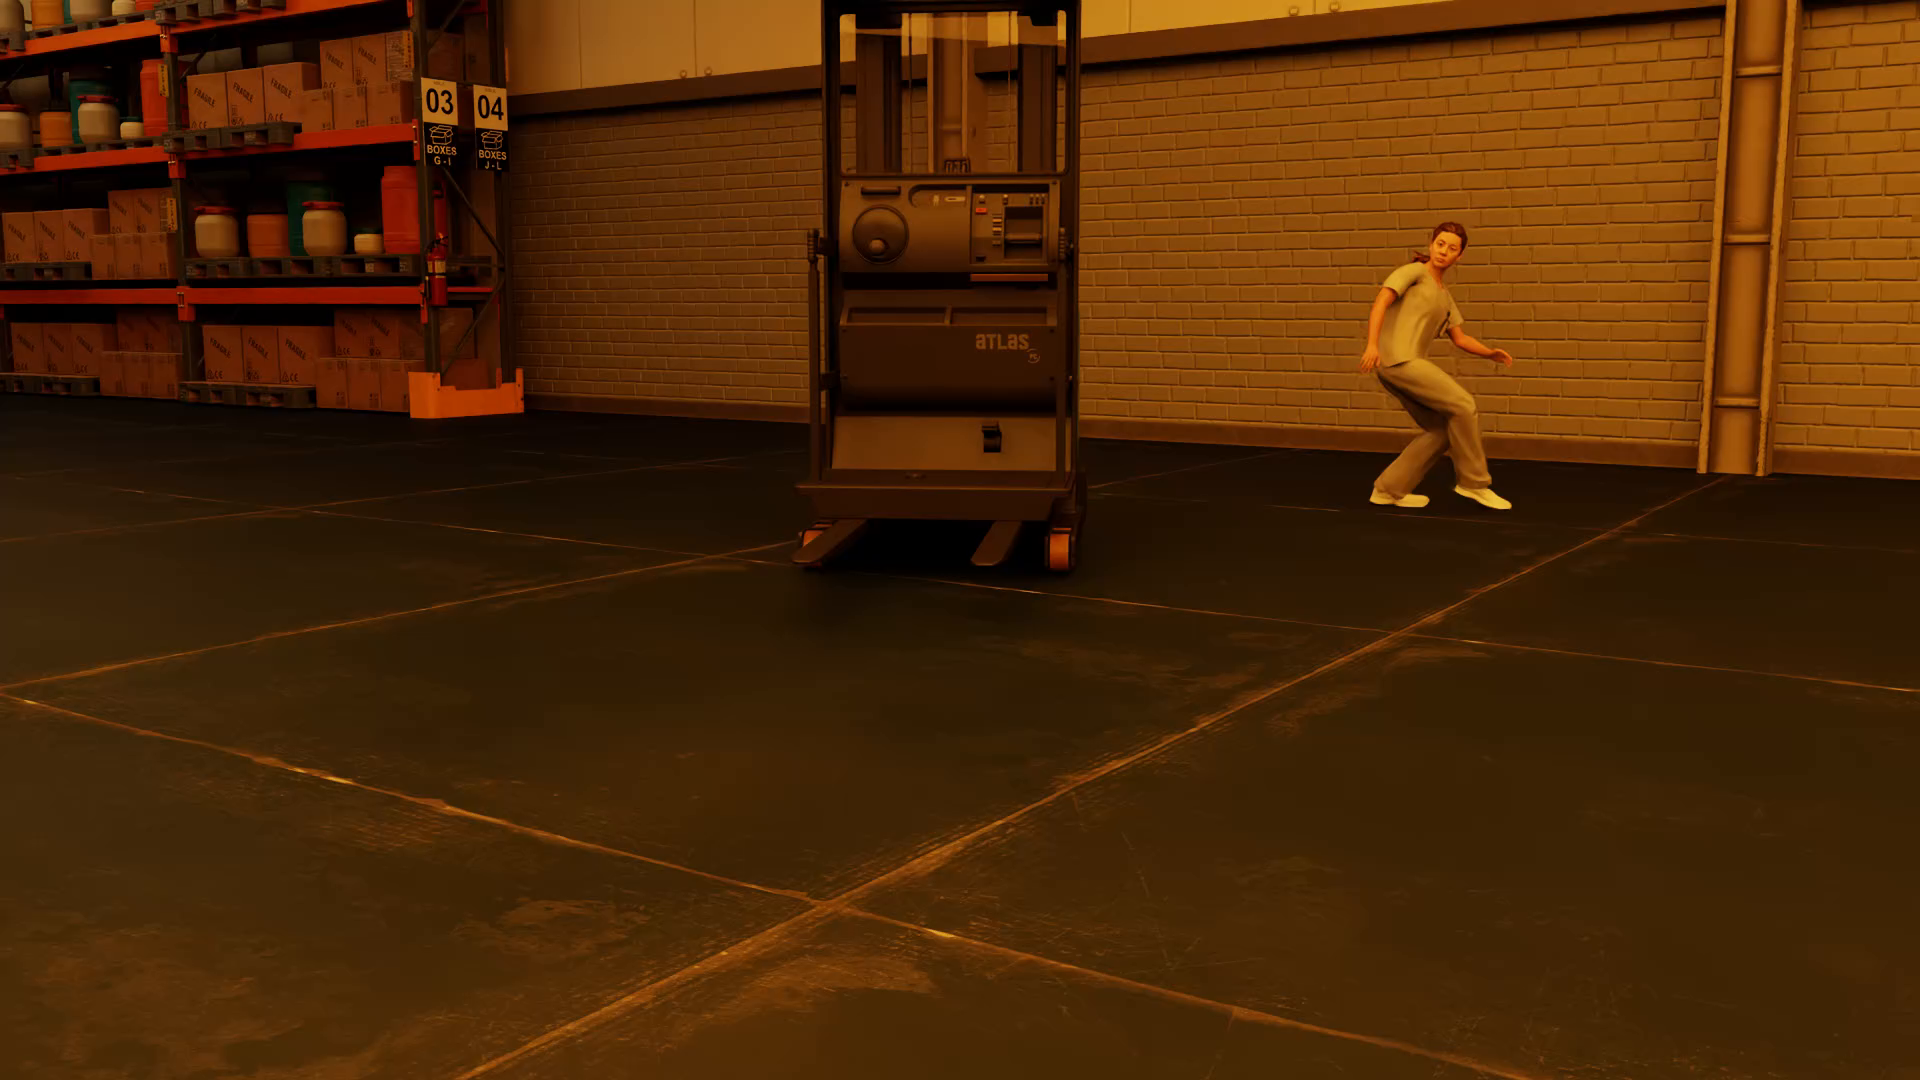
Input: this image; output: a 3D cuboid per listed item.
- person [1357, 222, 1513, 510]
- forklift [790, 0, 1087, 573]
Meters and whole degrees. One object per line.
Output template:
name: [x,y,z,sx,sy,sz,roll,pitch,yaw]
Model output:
person: [2.487,-0.890,8.607,0.738,1.501,0.665,4,9,25]
forklift: [-0.064,-1.366,6.796,1.130,2.935,3.031,1,8,6]
